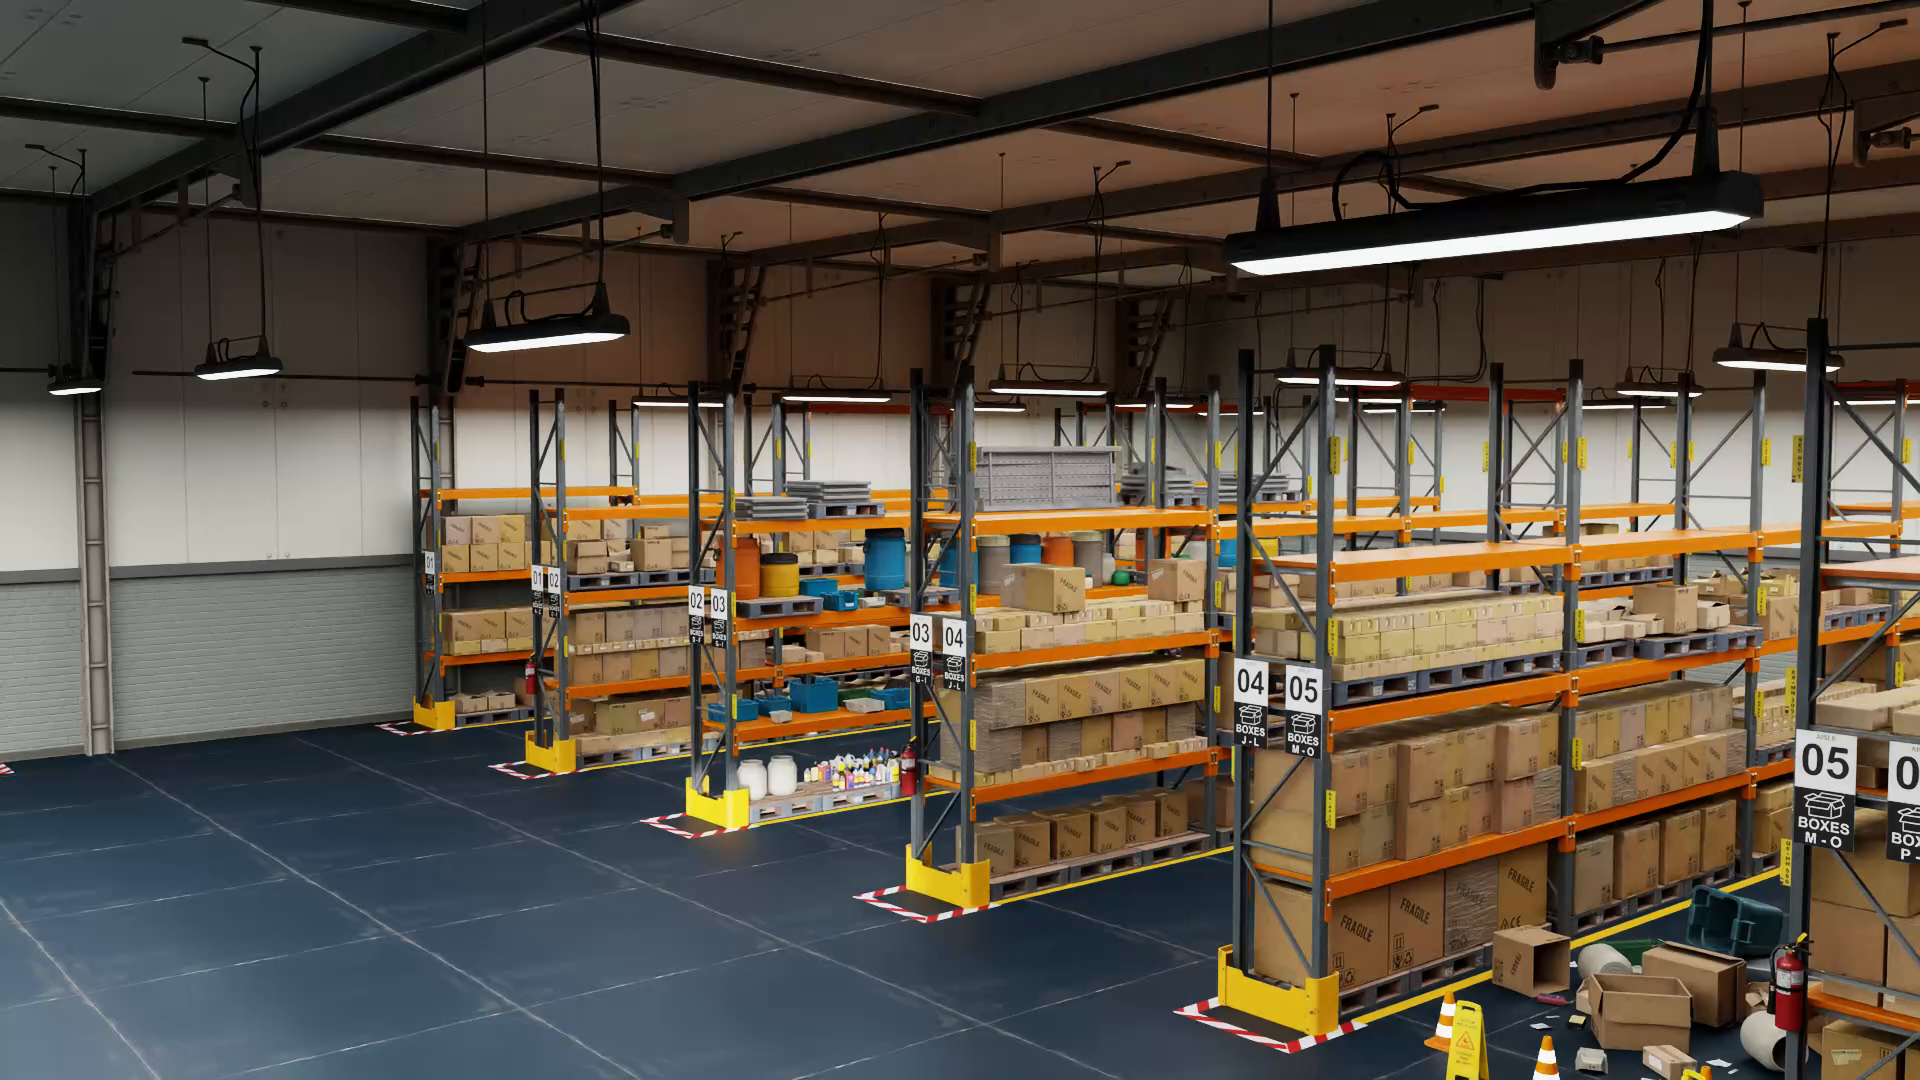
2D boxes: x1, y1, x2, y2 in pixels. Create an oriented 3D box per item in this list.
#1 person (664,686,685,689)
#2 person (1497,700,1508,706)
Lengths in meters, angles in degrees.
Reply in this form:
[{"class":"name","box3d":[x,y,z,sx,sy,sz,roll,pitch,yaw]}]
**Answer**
[{"class":"person","box3d":[-5.107,2.514,29.850,0.591,1.781,0.410,-3,4,-37]},{"class":"person","box3d":[7.371,2.933,22.999,0.624,1.785,0.583,1,3,13]}]
